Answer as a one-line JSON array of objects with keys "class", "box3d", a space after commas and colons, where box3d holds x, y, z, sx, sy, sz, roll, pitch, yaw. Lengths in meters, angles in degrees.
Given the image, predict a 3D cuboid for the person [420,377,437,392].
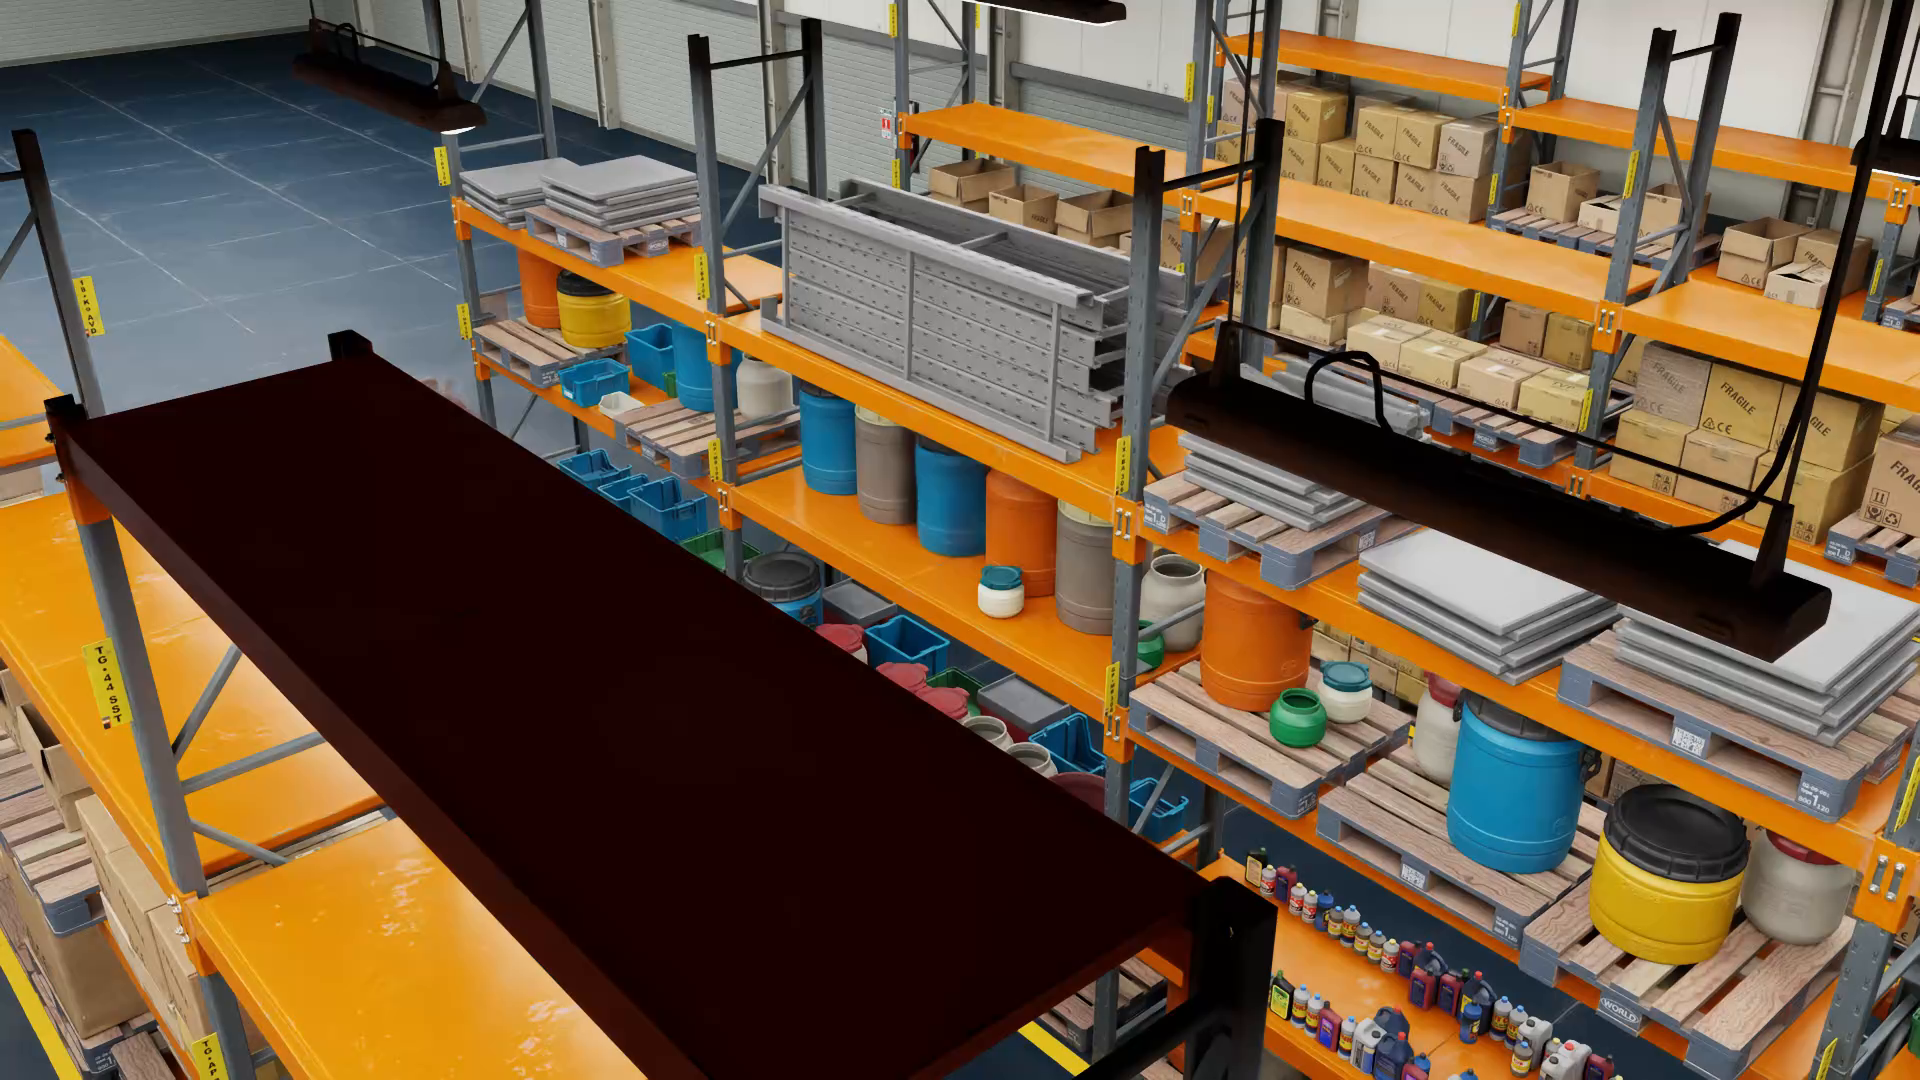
[{"class": "person", "box3d": [-5.454, -0.905, 17.415, 0.552, 1.718, 0.576, 22, 34, 36]}]
